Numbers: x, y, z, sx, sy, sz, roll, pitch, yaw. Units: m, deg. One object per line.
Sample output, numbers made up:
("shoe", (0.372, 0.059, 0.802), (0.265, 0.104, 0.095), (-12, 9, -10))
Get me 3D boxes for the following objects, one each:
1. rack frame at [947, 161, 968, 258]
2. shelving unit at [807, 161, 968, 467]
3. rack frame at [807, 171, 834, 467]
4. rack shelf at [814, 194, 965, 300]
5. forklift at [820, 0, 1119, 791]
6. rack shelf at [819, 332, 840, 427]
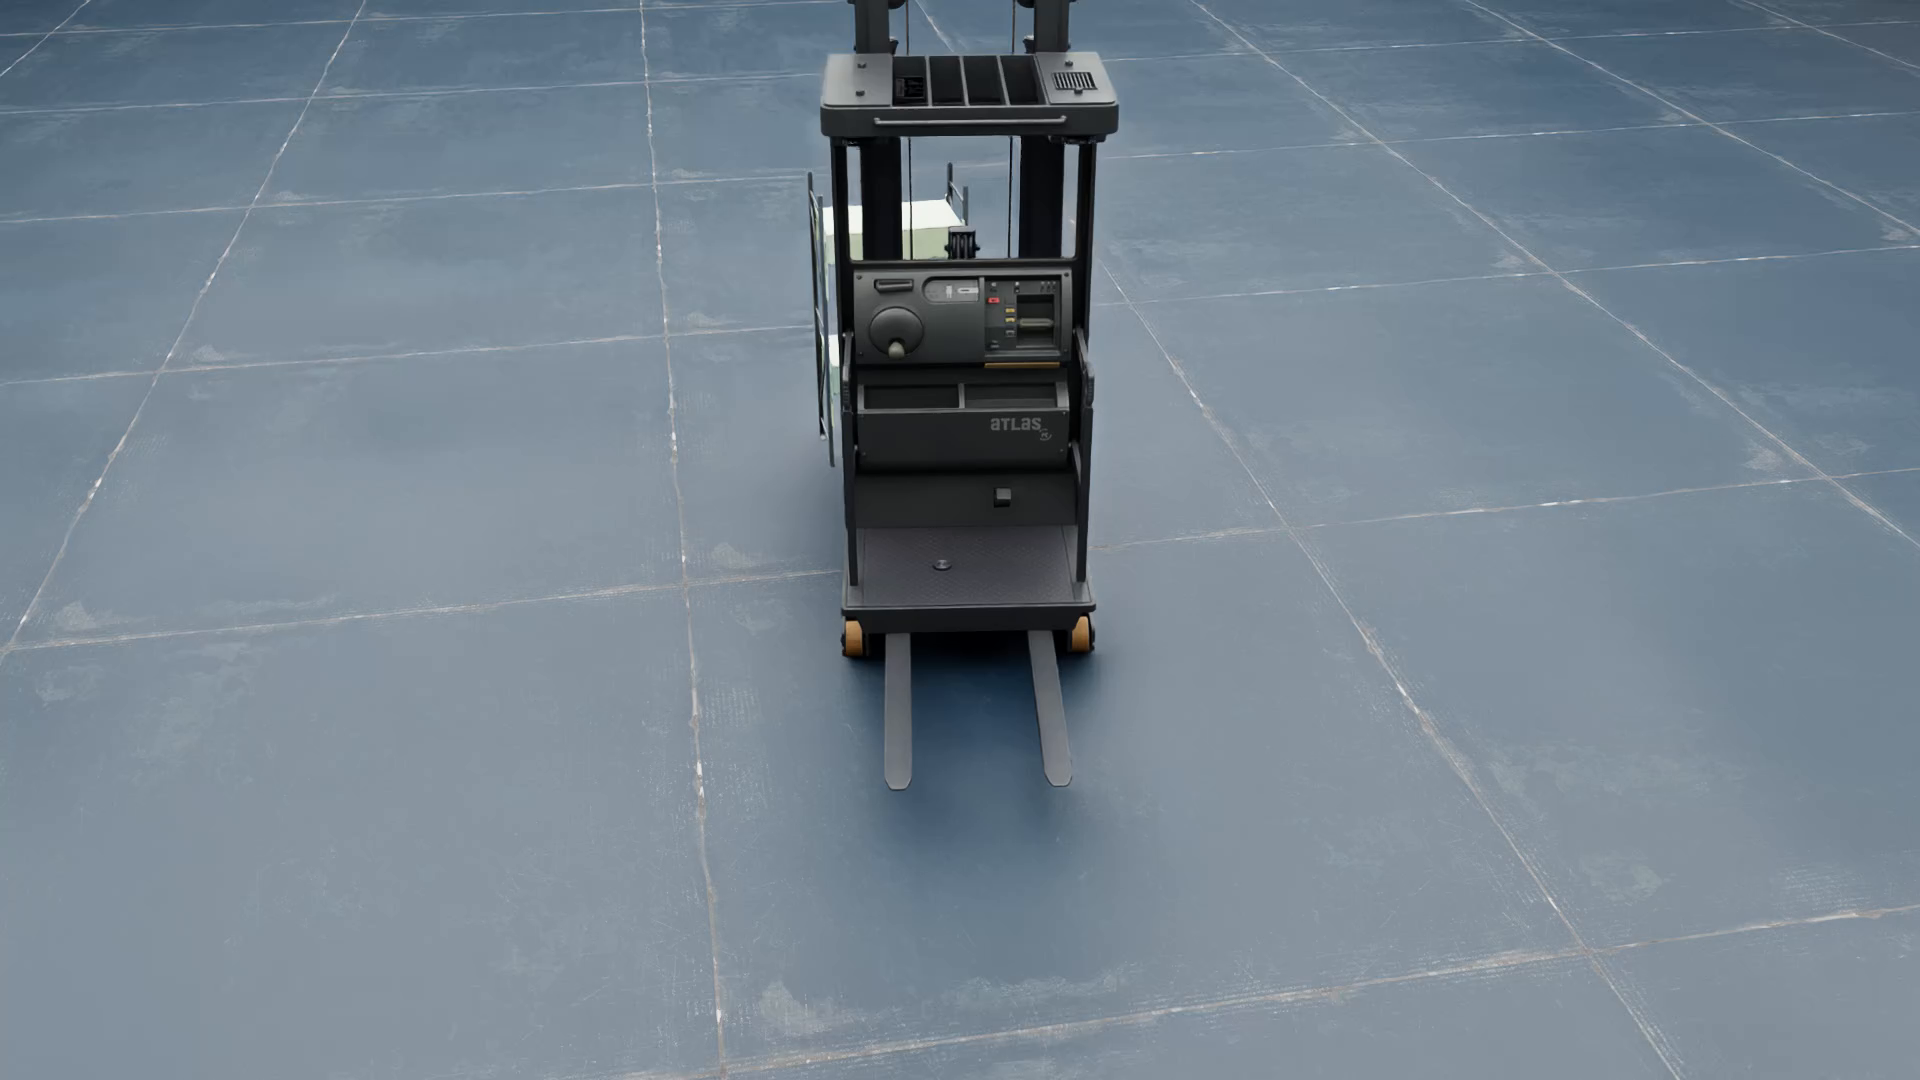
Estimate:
("rack frame", (-0.013, -1.220, 8.844), (0.023, 1.500, 0.400), (-6, 31, -11))
("shelving unit", (-0.370, -1.180, 8.777), (0.755, 1.500, 0.431), (-6, 31, -11))
("rack frame", (-0.728, -1.140, 8.709), (0.023, 1.500, 0.400), (-6, 31, -11))
("rack shelf", (-0.370, -1.517, 8.579), (0.720, 0.370, 0.431), (-6, 31, -11))
("forklift", (0.023, -0.911, 6.907), (1.130, 2.935, 3.031), (-1, 30, -2))
("rack shelf", (-0.370, -0.899, 8.942), (0.720, 0.370, 0.431), (-6, 31, -11))
